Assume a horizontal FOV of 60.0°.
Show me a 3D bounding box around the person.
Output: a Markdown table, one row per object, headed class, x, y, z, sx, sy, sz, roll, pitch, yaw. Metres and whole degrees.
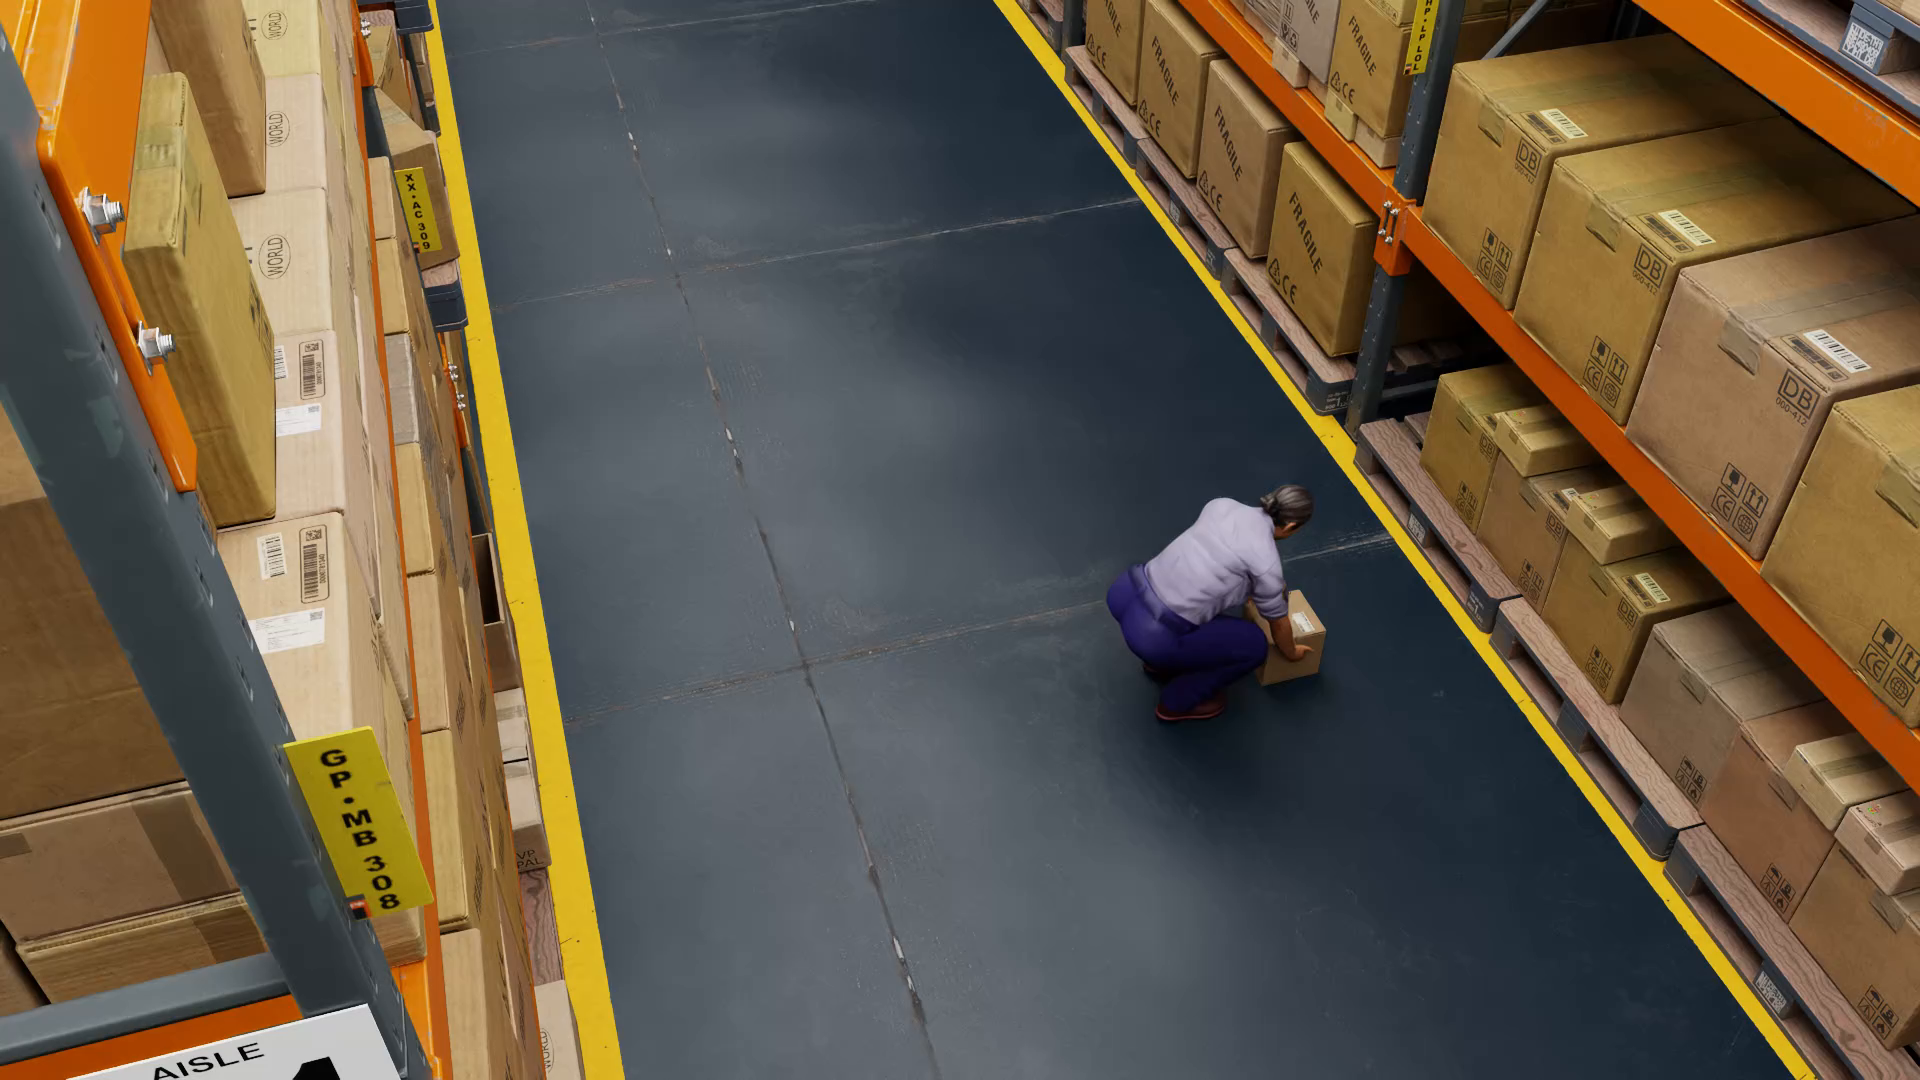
| class | x | y | z | sx | sy | sz | roll | pitch | yaw |
| --- | --- | --- | --- | --- | --- | --- | --- | --- | --- |
| person | 0.976 | 0.230 | 6.478 | 0.821 | 0.902 | 0.526 | -12 | 44 | -13 |
